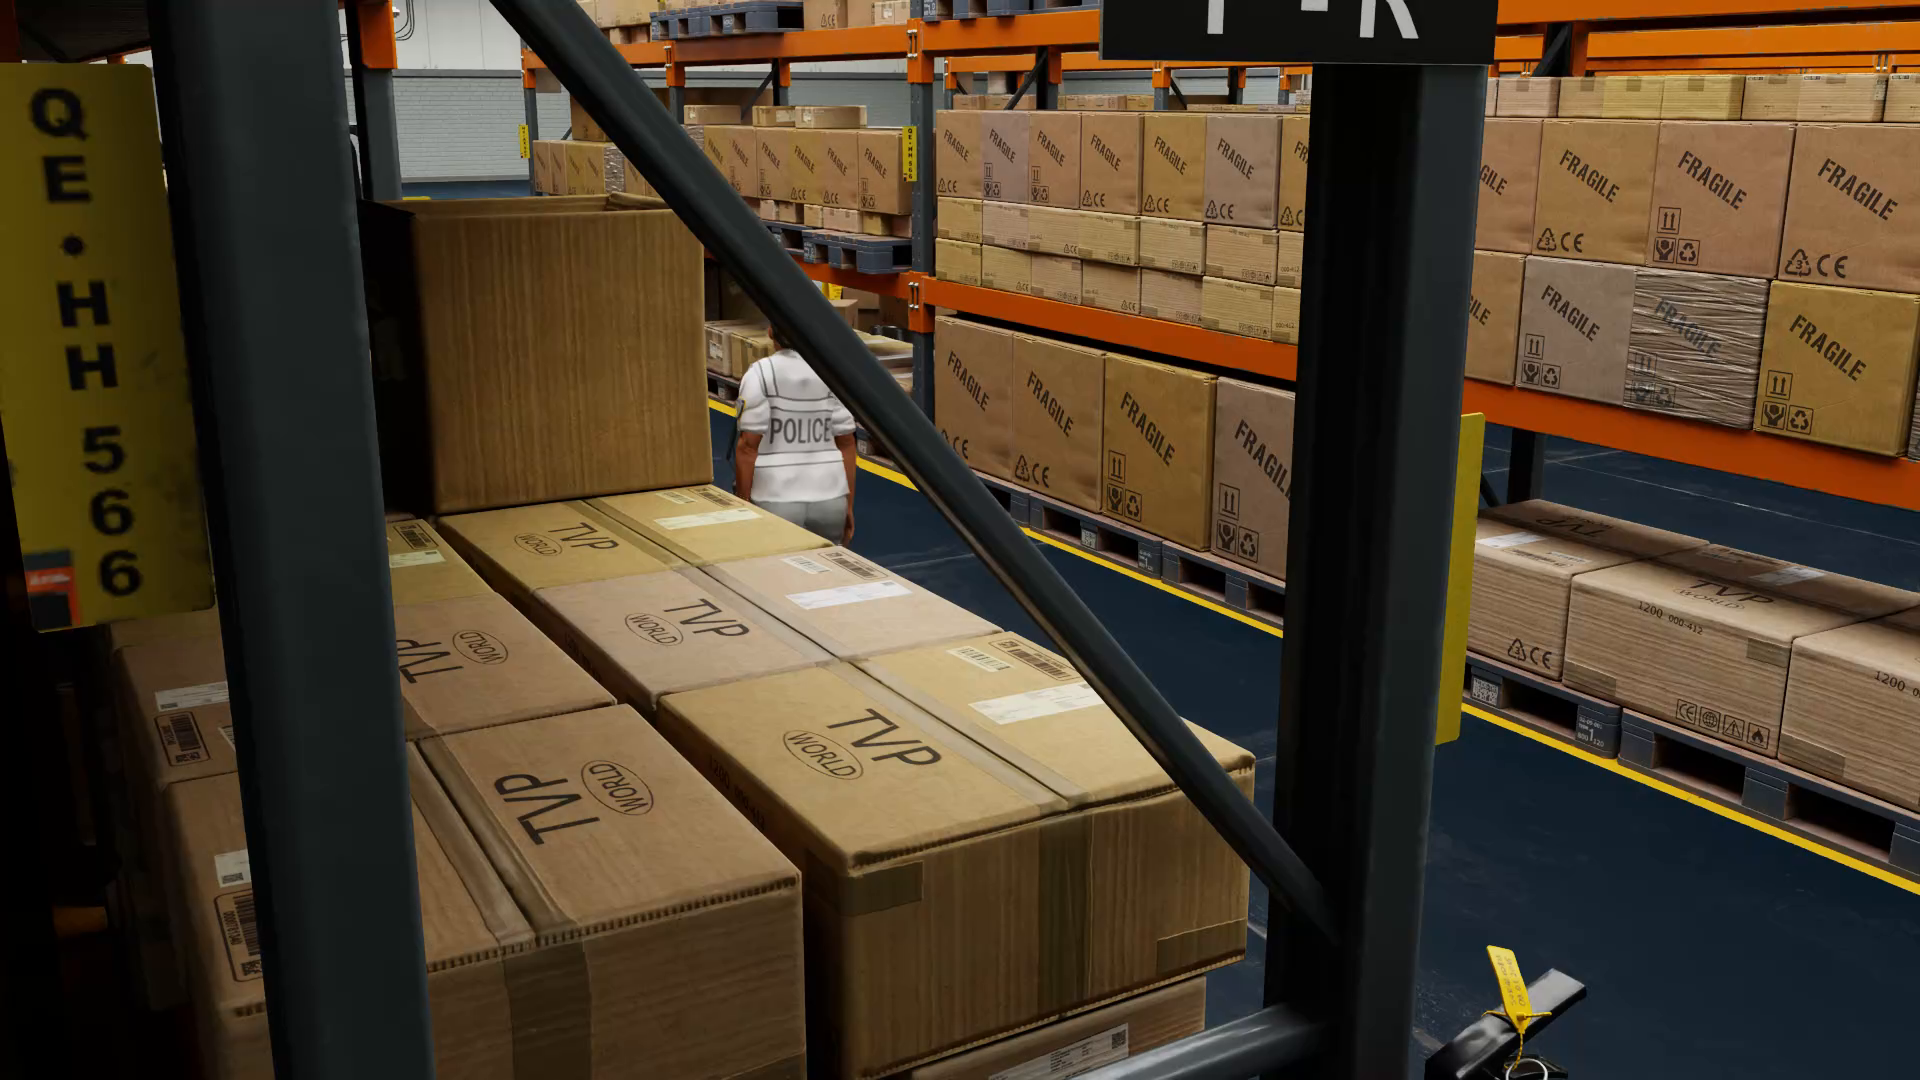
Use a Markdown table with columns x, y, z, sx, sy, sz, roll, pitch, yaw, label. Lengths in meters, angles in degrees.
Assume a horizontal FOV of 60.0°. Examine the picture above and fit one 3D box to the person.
| x | y | z | sx | sy | sz | roll | pitch | yaw | label |
| --- | --- | --- | --- | --- | --- | --- | --- | --- | --- |
| -0.644 | -0.111 | 6.428 | 0.559 | 1.653 | 0.581 | -8 | 17 | -28 | person |
